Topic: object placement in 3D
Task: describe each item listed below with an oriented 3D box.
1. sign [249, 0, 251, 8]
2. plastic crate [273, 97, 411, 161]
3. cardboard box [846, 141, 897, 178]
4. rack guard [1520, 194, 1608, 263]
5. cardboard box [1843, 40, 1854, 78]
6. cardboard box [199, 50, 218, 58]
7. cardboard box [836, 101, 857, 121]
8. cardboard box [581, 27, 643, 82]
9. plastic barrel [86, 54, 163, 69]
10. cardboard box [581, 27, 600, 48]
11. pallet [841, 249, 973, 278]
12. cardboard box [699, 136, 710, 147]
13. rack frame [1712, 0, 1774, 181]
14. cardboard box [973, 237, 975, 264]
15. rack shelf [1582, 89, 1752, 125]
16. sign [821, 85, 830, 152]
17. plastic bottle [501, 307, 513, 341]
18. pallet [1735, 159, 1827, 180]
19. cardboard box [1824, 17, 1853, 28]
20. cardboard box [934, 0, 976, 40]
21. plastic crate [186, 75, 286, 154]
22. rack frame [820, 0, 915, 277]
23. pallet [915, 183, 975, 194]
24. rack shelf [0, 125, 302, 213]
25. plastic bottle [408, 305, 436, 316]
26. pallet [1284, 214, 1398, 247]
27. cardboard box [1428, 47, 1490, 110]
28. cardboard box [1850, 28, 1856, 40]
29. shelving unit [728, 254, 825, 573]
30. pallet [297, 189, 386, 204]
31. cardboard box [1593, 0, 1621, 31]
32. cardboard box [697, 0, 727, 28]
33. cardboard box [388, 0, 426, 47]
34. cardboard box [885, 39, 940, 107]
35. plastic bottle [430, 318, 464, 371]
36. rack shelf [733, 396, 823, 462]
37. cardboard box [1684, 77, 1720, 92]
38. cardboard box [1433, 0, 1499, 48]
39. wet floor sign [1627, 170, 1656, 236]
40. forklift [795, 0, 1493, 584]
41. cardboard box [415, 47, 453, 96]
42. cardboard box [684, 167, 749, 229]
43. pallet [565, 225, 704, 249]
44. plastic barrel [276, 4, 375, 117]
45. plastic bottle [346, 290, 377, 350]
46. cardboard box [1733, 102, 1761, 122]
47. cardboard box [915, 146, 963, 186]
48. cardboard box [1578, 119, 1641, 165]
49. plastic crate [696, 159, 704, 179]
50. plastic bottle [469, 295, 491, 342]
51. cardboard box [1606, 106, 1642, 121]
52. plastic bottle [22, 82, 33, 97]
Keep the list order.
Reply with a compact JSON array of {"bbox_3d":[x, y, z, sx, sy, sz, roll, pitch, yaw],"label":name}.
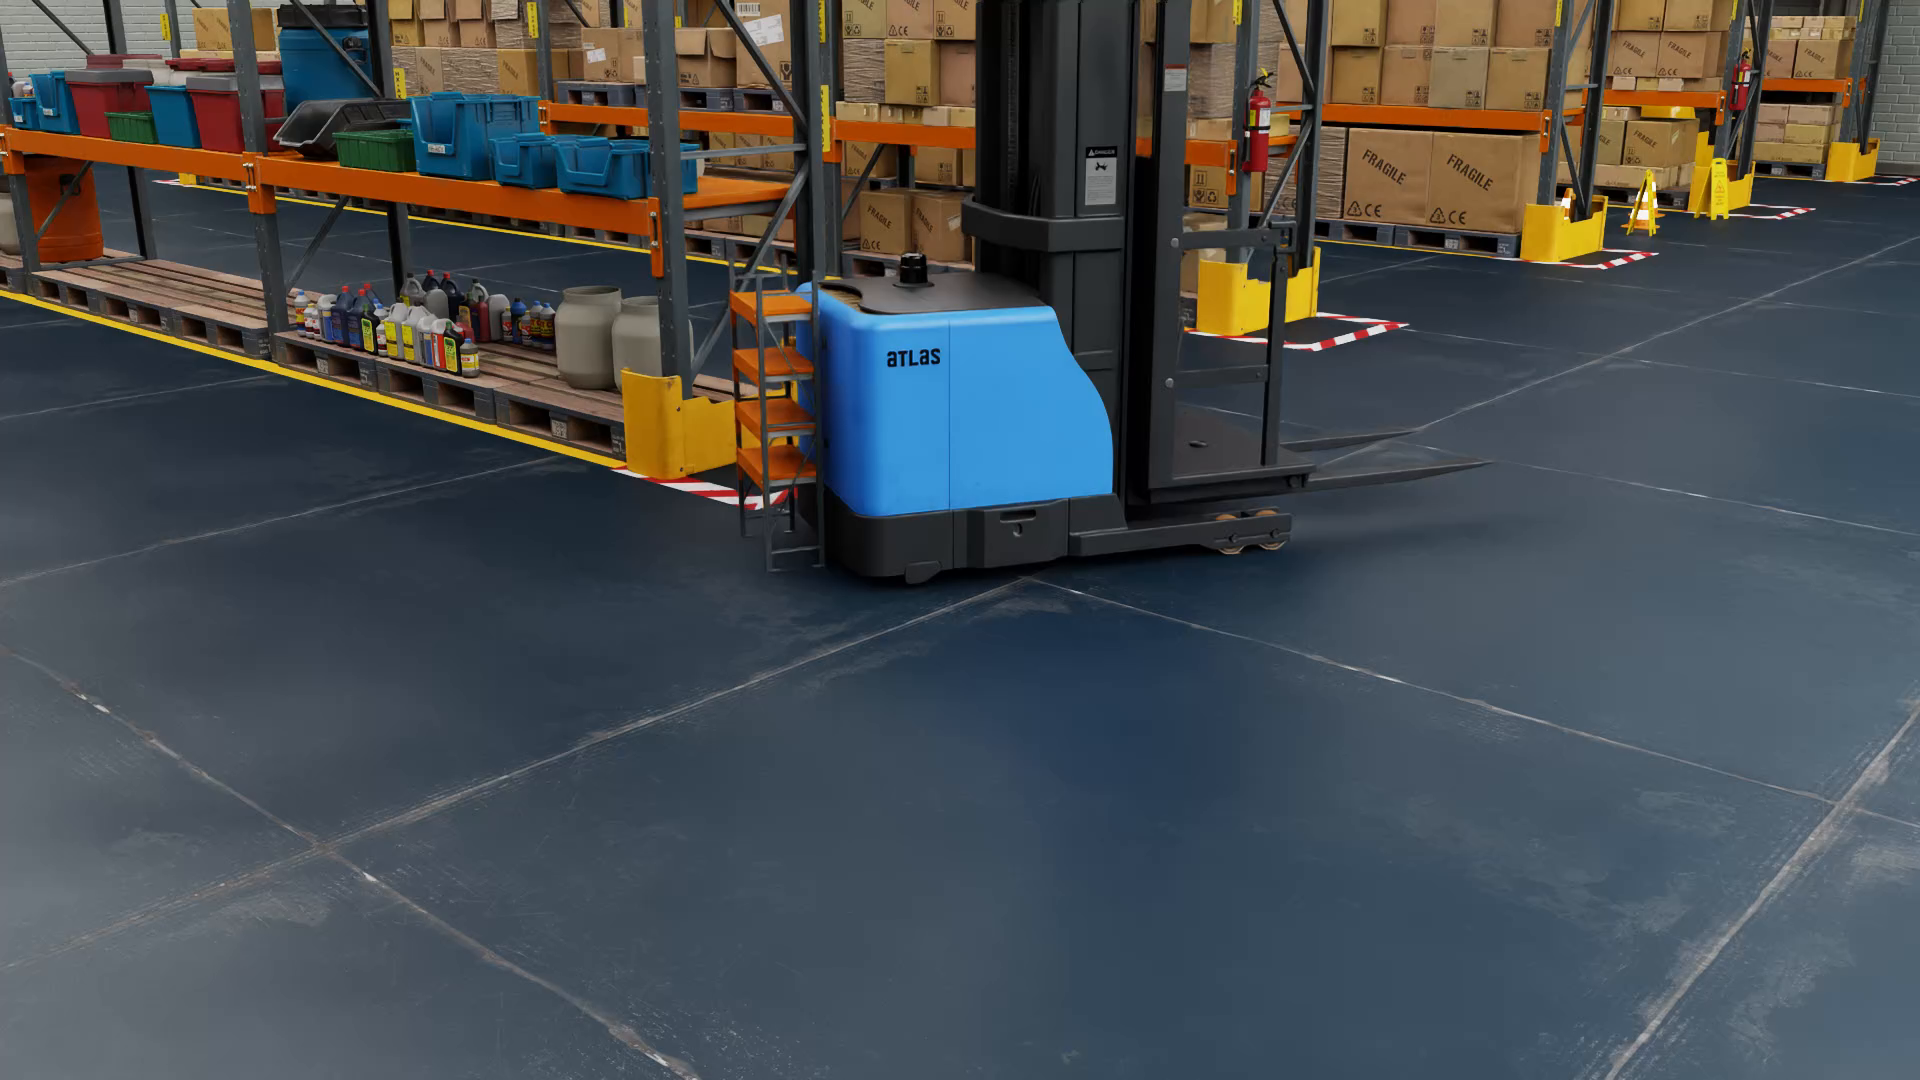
[{"bbox_3d":[-9.376,-6.991,21.876,0.005,0.325,0.100,15,23,39],"label":"sign"},{"bbox_3d":[-3.752,-2.513,10.173,0.504,0.338,0.767,15,23,39],"label":"plastic crate"},{"bbox_3d":[-1.061,-4.784,20.664,0.500,0.500,0.500,15,23,39],"label":"cardboard box"},{"bbox_3d":[5.606,-2.899,15.421,0.348,0.500,1.175,15,23,39],"label":"rack guard"},{"bbox_3d":[11.904,-6.570,22.688,0.500,0.500,0.500,16,24,41],"label":"cardboard box"},{"bbox_3d":[-9.174,-6.016,20.866,0.500,0.250,0.500,15,23,39],"label":"cardboard box"},{"bbox_3d":[-0.810,-3.566,13.804,0.250,0.149,0.380,15,23,39],"label":"cardboard box"},{"bbox_3d":[-3.333,-4.749,16.256,0.500,0.500,0.500,12,21,33],"label":"cardboard box"},{"bbox_3d":[-6.502,-3.520,13.018,0.708,0.536,0.600,15,23,39],"label":"plastic barrel"},{"bbox_3d":[-5.066,-7.041,23.682,0.500,0.500,0.500,14,23,38],"label":"cardboard box"},{"bbox_3d":[-0.245,-2.341,14.139,1.213,0.211,1.003,15,23,39],"label":"pallet"},{"bbox_3d":[-3.446,-5.633,23.430,0.250,0.149,0.380,16,24,42],"label":"cardboard box"},{"bbox_3d":[8.798,-5.236,18.651,0.127,3.000,1.000,15,23,39],"label":"rack frame"},{"bbox_3d":[0.451,-2.496,13.456,0.500,0.500,0.500,13,22,34],"label":"cardboard box"},{"bbox_3d":[7.303,-5.295,20.025,4.000,0.370,1.077,15,23,39],"label":"rack shelf"},{"bbox_3d":[-0.699,-2.129,8.403,0.005,0.325,0.100,15,23,39],"label":"sign"},{"bbox_3d":[-2.775,-1.334,10.254,0.097,0.201,0.097,0,18,0],"label":"plastic bottle"},{"bbox_3d":[11.491,-5.175,23.068,1.213,0.211,1.003,15,23,39],"label":"pallet"},{"bbox_3d":[11.683,-6.883,22.110,0.250,0.149,0.380,15,23,39],"label":"cardboard box"},{"bbox_3d":[0.145,-4.114,12.808,0.500,0.500,0.500,15,23,39],"label":"cardboard box"},{"bbox_3d":[-4.624,-2.735,10.664,0.583,0.464,0.402,15,23,39],"label":"plastic crate"},{"bbox_3d":[-0.771,-3.797,14.117,0.127,3.000,1.000,15,23,39],"label":"rack frame"},{"bbox_3d":[0.144,-4.197,19.989,1.213,0.211,1.003,15,23,39],"label":"pallet"},{"bbox_3d":[-5.555,-2.735,11.960,4.000,0.370,1.077,15,23,39],"label":"rack shelf"},{"bbox_3d":[-3.192,-1.247,9.858,0.135,0.276,0.152,15,23,39],"label":"plastic bottle"},{"bbox_3d":[4.030,-3.154,16.702,1.213,0.211,1.003,15,23,39],"label":"pallet"},{"bbox_3d":[4.855,-4.337,15.570,0.550,0.550,0.875,15,23,39],"label":"cardboard box"},{"bbox_3d":[12.009,-6.843,22.478,0.250,0.149,0.380,14,23,38],"label":"cardboard box"},{"bbox_3d":[-0.747,-0.523,6.777,0.258,1.200,0.503,-6,19,-19],"label":"shelving unit"},{"bbox_3d":[-7.272,-4.244,20.137,1.213,0.211,1.003,15,23,39],"label":"pallet"},{"bbox_3d":[7.448,-6.138,19.182,0.500,0.500,0.700,15,23,39],"label":"cardboard box"},{"bbox_3d":[-3.563,-7.317,22.898,0.500,0.500,0.500,16,23,41],"label":"cardboard box"},{"bbox_3d":[-5.766,-5.662,18.171,0.637,0.503,0.797,15,23,40],"label":"cardboard box"},{"bbox_3d":[-0.125,-3.774,13.387,0.500,0.500,0.875,15,23,39],"label":"cardboard box"},{"bbox_3d":[-2.902,-1.111,9.429,0.135,0.276,0.152,15,23,40],"label":"plastic bottle"},{"bbox_3d":[-0.747,-0.459,6.797,0.258,0.148,0.480,-6,19,-19],"label":"rack shelf"},{"bbox_3d":[8.377,-5.143,18.773,0.250,0.149,0.380,16,24,41],"label":"cardboard box"},{"bbox_3d":[4.864,-4.855,15.417,0.550,0.550,0.875,15,23,39],"label":"cardboard box"},{"bbox_3d":[6.924,-3.416,16.808,0.232,0.644,0.267,11,20,30],"label":"wet floor sign"},{"bbox_3d":[0.865,-1.478,6.924,3.031,2.935,1.130,-6,19,-19],"label":"forklift"},{"bbox_3d":[-5.436,-4.998,17.736,0.500,0.500,0.500,16,23,40],"label":"cardboard box"},{"bbox_3d":[-2.397,-3.268,15.854,0.700,0.500,0.500,-16,24,-41],"label":"cardboard box"},{"bbox_3d":[-3.180,-3.114,16.574,1.213,0.211,1.003,15,23,39],"label":"pallet"},{"bbox_3d":[-4.147,-3.061,10.971,0.708,0.901,0.600,15,23,39],"label":"plastic barrel"},{"bbox_3d":[-3.589,-1.330,9.994,0.185,0.351,0.144,14,22,37],"label":"plastic bottle"},{"bbox_3d":[10.769,-5.948,23.093,0.500,0.250,0.500,15,23,40],"label":"cardboard box"},{"bbox_3d":[0.001,-4.687,19.947,0.750,0.750,1.050,15,23,39],"label":"cardboard box"},{"bbox_3d":[7.634,-4.689,19.539,0.500,0.500,0.500,16,24,41],"label":"cardboard box"},{"bbox_3d":[-1.523,-2.000,8.891,0.250,0.136,0.298,15,23,39],"label":"plastic crate"},{"bbox_3d":[-2.952,-1.366,10.221,0.133,0.283,0.061,15,23,39],"label":"plastic bottle"},{"bbox_3d":[7.707,-4.952,19.297,0.250,0.149,0.380,16,24,41],"label":"cardboard box"},{"bbox_3d":[-8.092,-3.840,14.464,0.097,0.271,0.097,0,18,0],"label":"plastic bottle"}]
